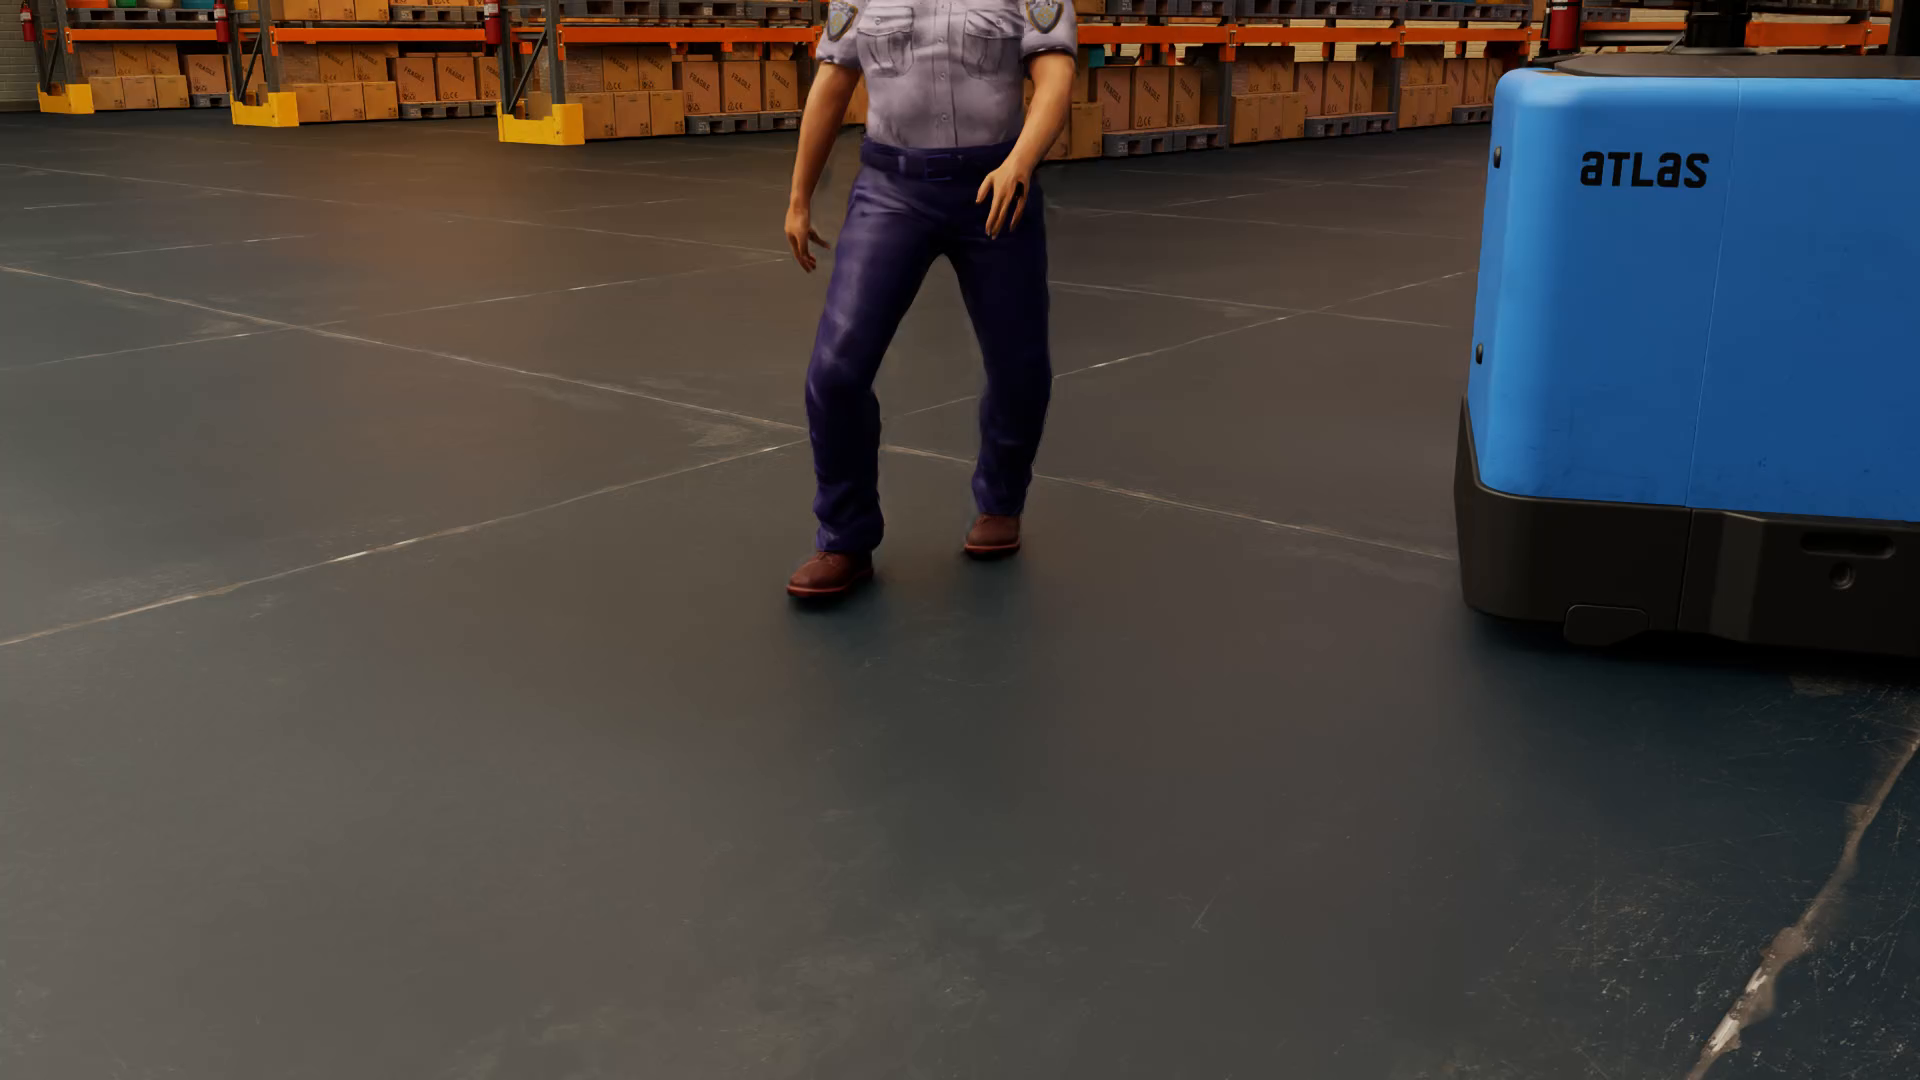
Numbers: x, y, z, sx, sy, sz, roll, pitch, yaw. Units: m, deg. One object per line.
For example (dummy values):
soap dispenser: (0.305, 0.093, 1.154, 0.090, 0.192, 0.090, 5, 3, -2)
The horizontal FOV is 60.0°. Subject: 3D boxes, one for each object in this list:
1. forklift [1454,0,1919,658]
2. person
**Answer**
forklift: (2.575, -1.225, 2.930, 3.031, 2.935, 1.130, 4, 17, 14)
person: (-0.065, -0.685, 3.510, 0.619, 1.574, 0.688, -1, 17, -2)
